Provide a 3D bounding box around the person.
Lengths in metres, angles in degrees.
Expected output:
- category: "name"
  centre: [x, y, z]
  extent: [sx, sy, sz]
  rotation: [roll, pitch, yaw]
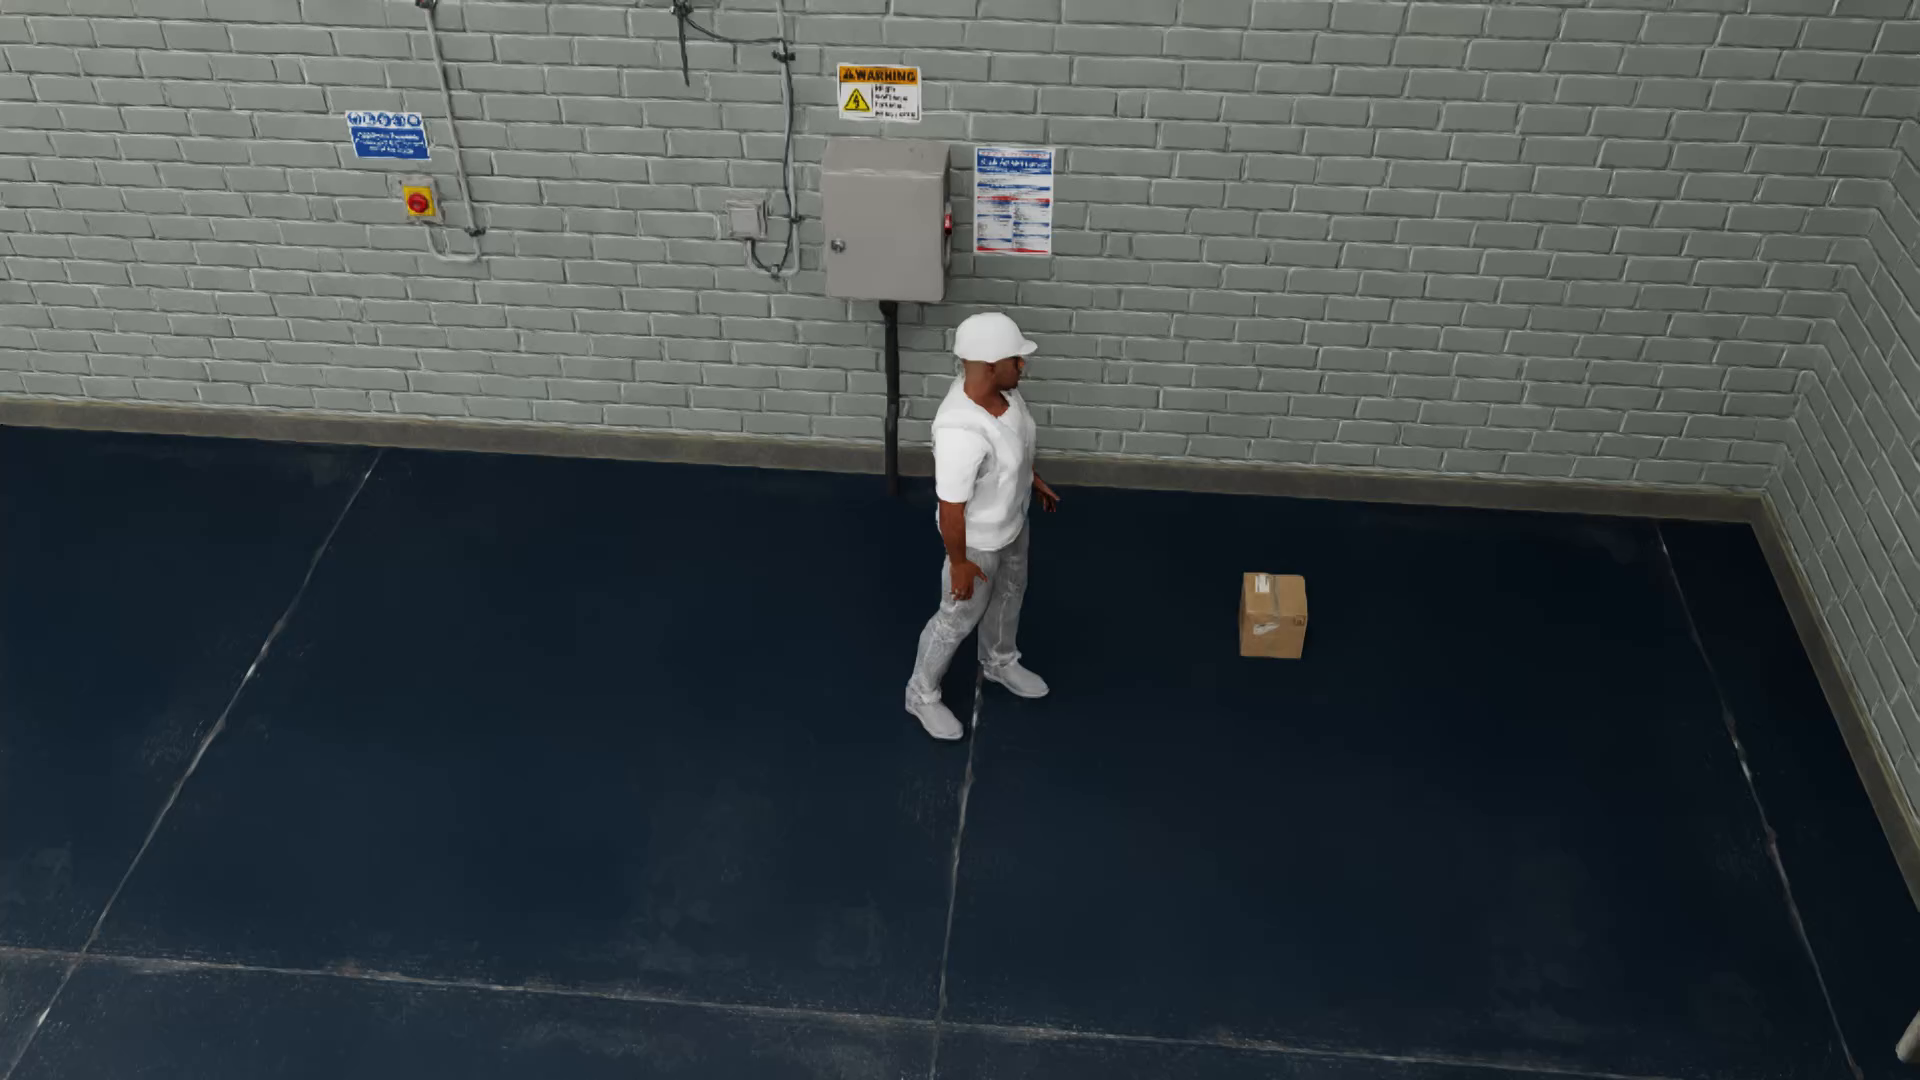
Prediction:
- category: "person"
  centre: [0.093, -0.066, 6.219]
  extent: [0.526, 1.763, 0.681]
  rotation: [13, 42, 15]
